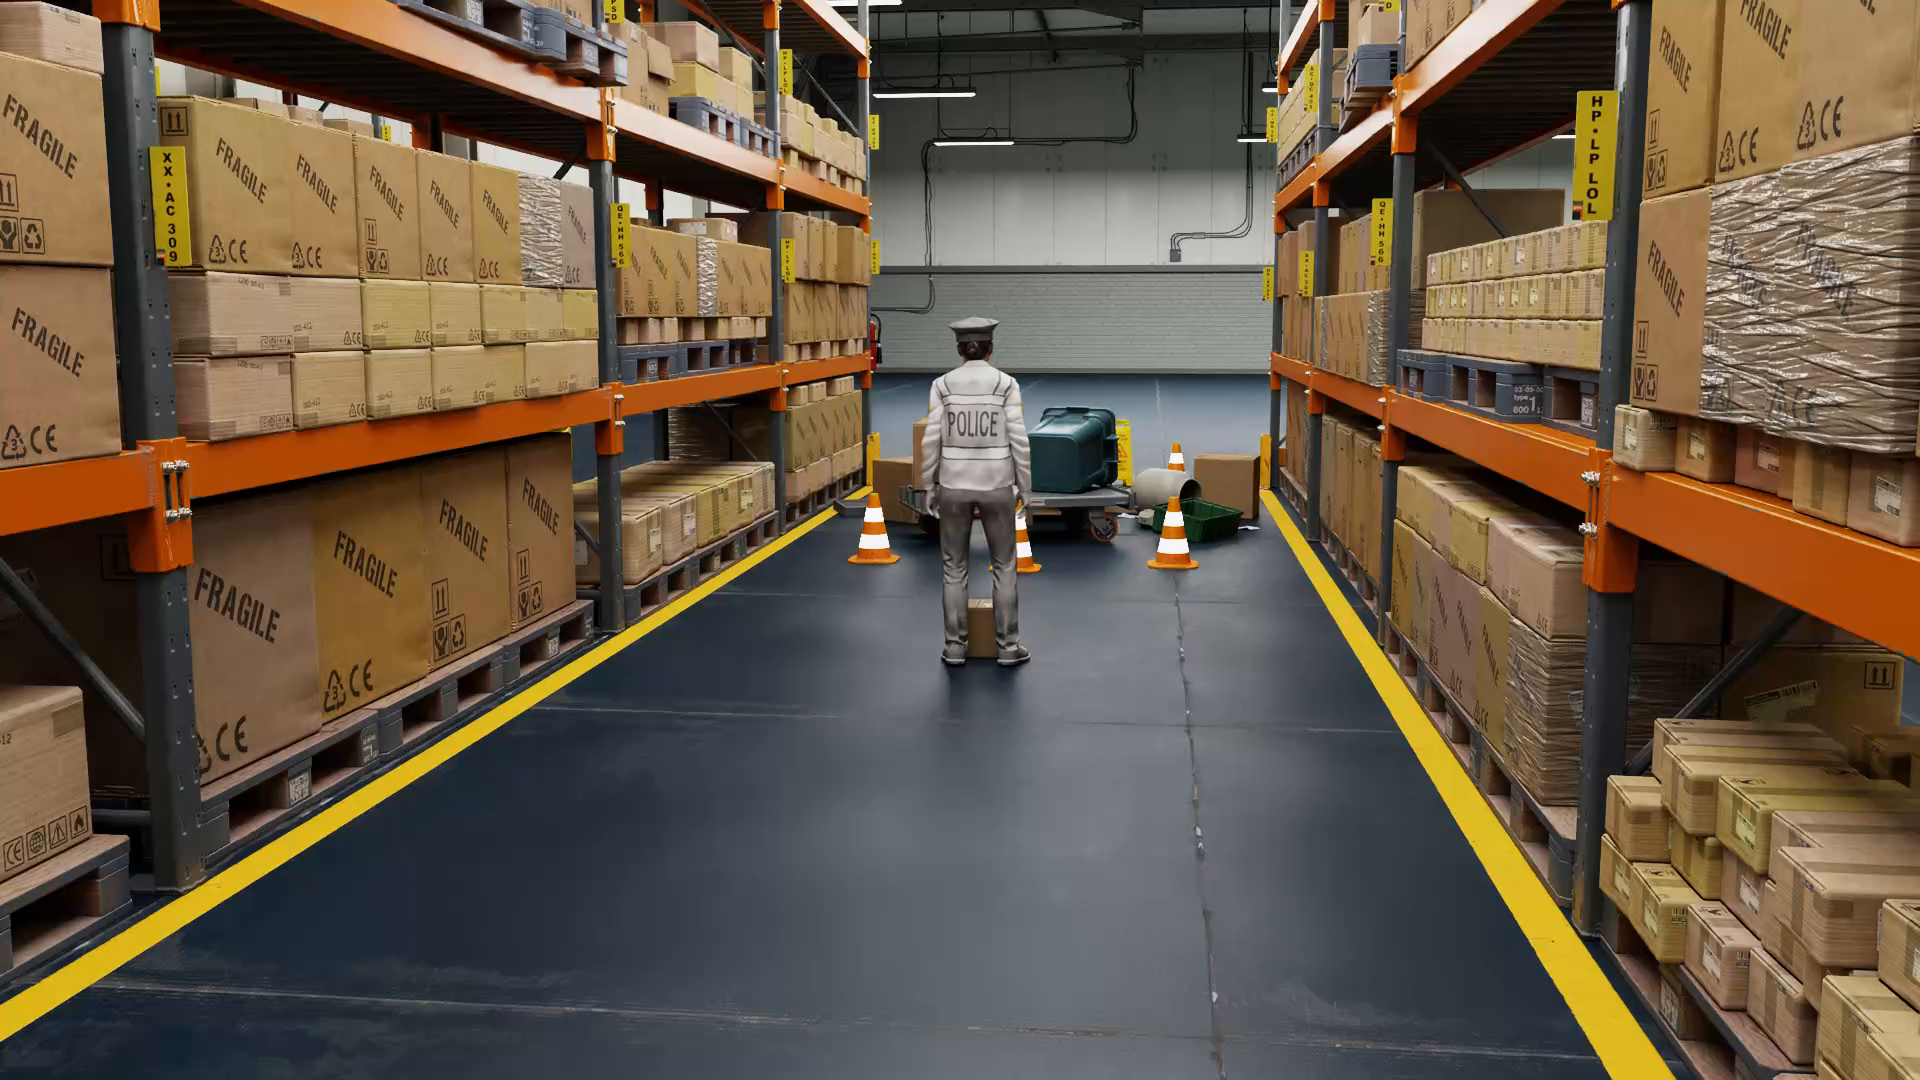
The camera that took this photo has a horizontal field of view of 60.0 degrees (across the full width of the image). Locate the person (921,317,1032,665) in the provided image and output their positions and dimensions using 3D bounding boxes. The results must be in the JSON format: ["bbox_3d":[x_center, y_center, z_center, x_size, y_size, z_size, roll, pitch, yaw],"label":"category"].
[{"bbox_3d":[0.080,-0.229,7.976,0.530,1.663,0.371,1,8,7],"label":"person"}]
